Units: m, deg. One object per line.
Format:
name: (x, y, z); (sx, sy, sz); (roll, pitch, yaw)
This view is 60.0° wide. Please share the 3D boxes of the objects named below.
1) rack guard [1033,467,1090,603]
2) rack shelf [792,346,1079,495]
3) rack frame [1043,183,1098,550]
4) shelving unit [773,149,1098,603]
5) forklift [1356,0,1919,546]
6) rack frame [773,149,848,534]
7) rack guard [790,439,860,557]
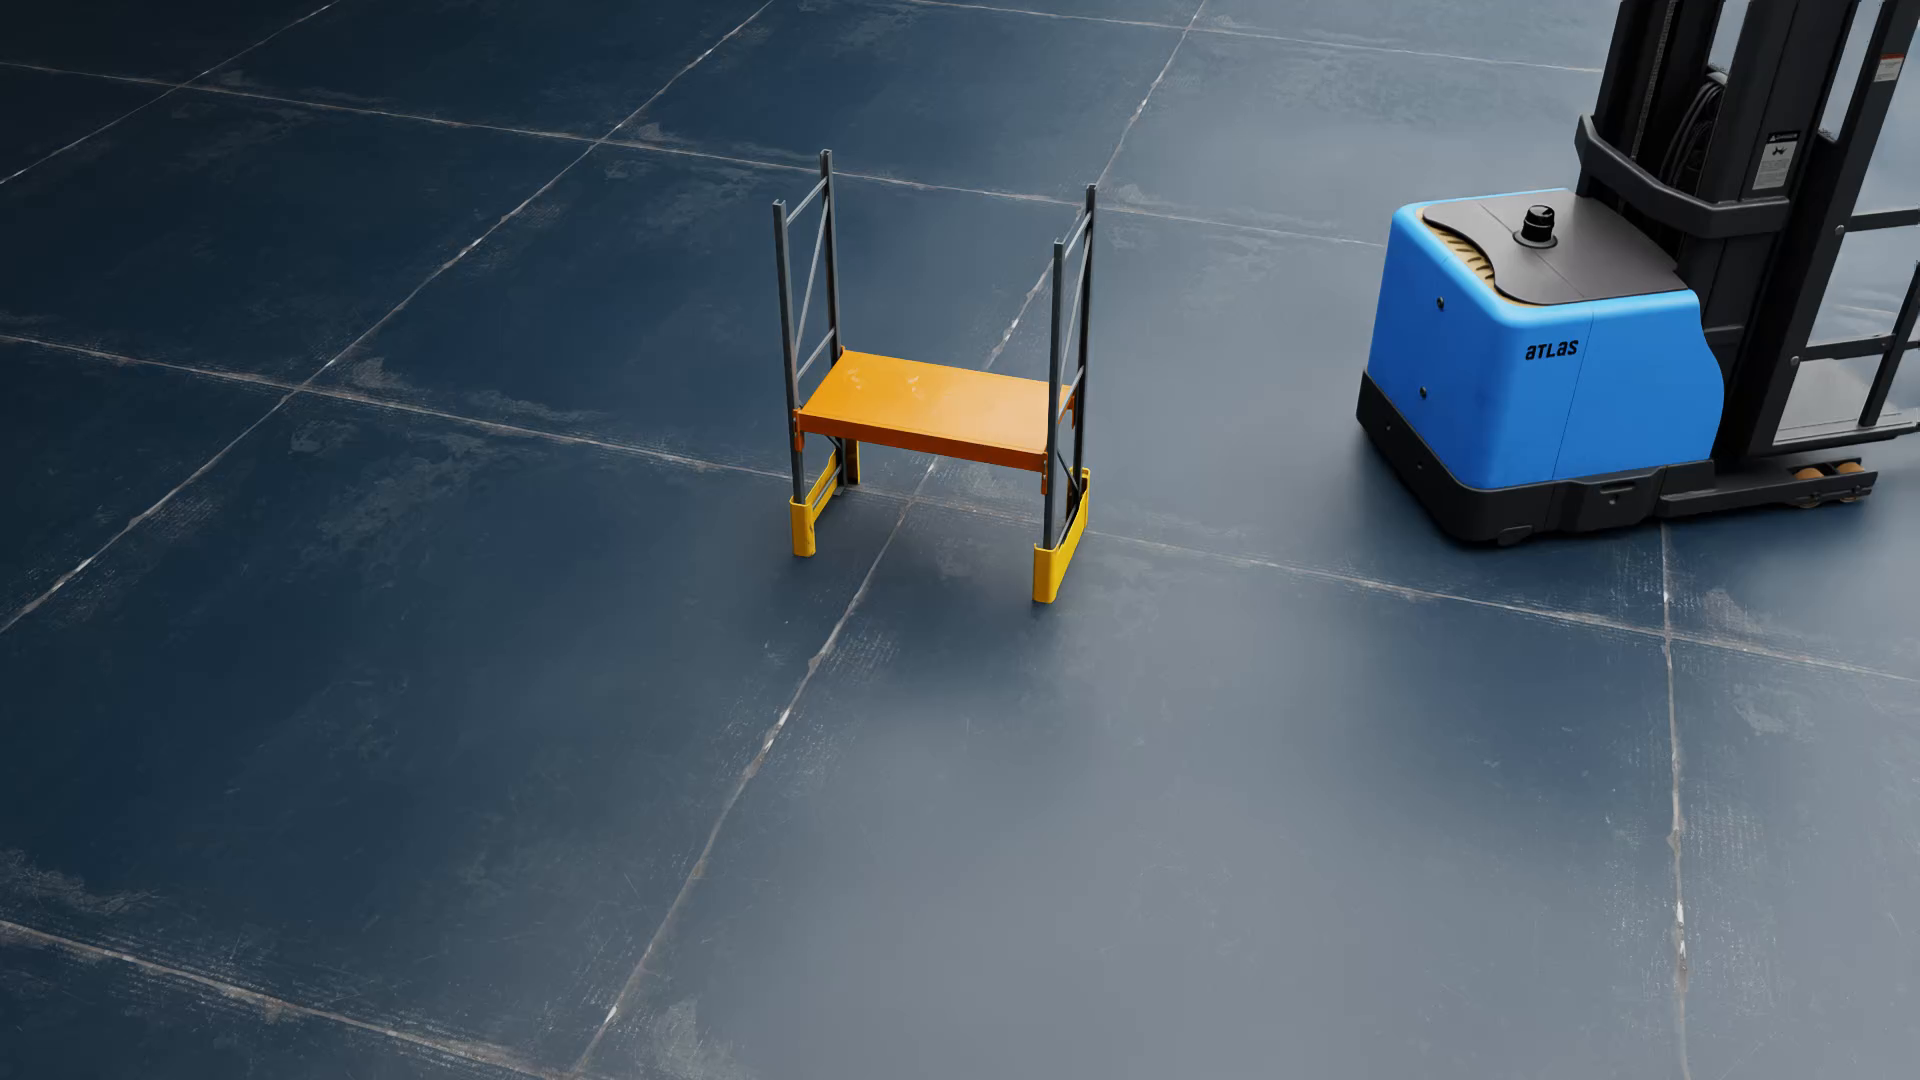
rack guard: (0.403, -0.026, 6.575); (0.087, 0.250, 0.587); (10, 38, 14)
rack shelf: (-0.081, -0.474, 6.433); (1.000, 0.185, 0.538); (10, 38, 14)
rack frame: (0.404, -0.529, 6.204); (0.032, 1.500, 0.500); (10, 38, 14)
shelving unit: (-0.073, -0.618, 6.324); (1.083, 1.500, 0.587); (10, 38, 14)
forklift: (3.328, -1.610, 6.464); (3.031, 2.935, 1.130); (-8, 37, -10)
rack frame: (-0.567, -0.709, 6.448); (0.032, 1.500, 0.500); (10, 38, 14)
rack guard: (-0.548, -0.202, 6.814); (0.087, 0.250, 0.587); (10, 38, 14)
